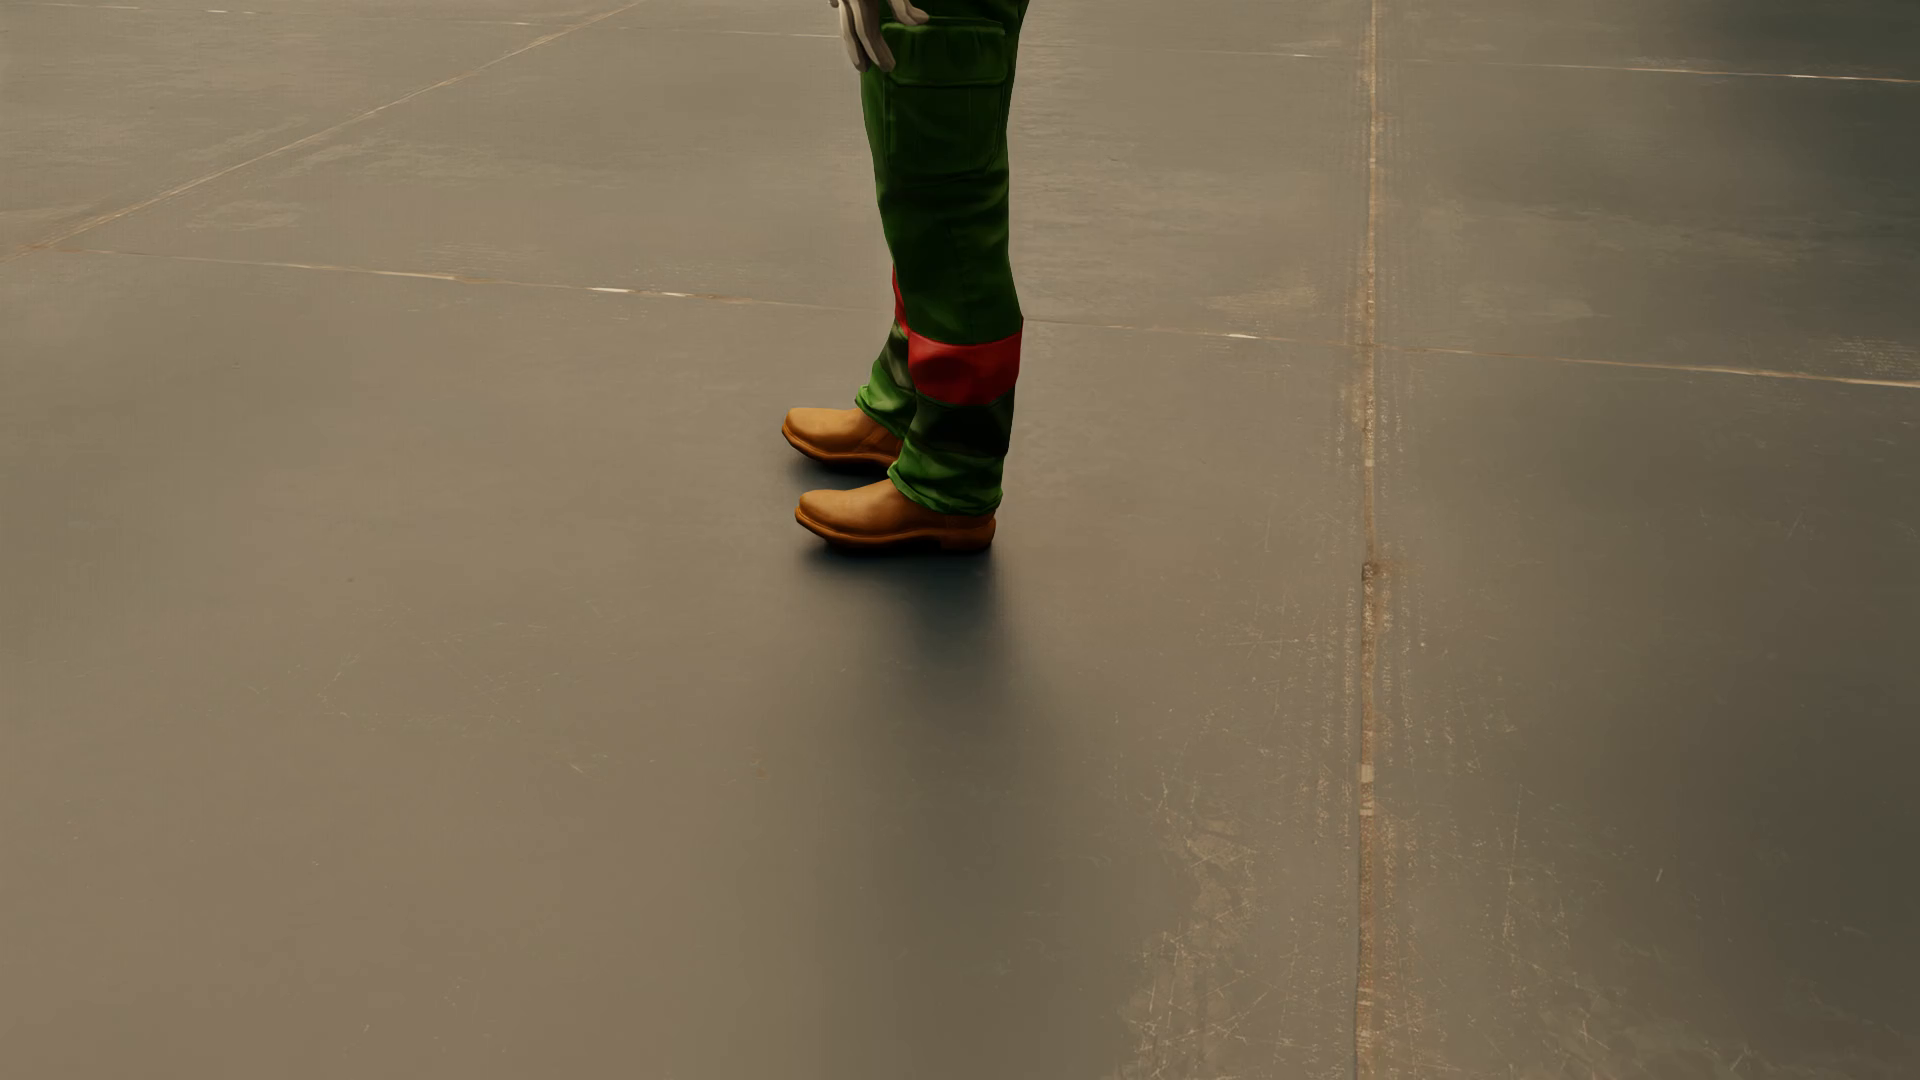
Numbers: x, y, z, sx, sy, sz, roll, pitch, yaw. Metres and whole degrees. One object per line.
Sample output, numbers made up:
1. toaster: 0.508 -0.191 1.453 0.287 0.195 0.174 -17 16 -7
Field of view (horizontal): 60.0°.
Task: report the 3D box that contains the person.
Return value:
1. person: -0.076 -0.819 2.120 0.562 1.790 0.637 6 27 11
